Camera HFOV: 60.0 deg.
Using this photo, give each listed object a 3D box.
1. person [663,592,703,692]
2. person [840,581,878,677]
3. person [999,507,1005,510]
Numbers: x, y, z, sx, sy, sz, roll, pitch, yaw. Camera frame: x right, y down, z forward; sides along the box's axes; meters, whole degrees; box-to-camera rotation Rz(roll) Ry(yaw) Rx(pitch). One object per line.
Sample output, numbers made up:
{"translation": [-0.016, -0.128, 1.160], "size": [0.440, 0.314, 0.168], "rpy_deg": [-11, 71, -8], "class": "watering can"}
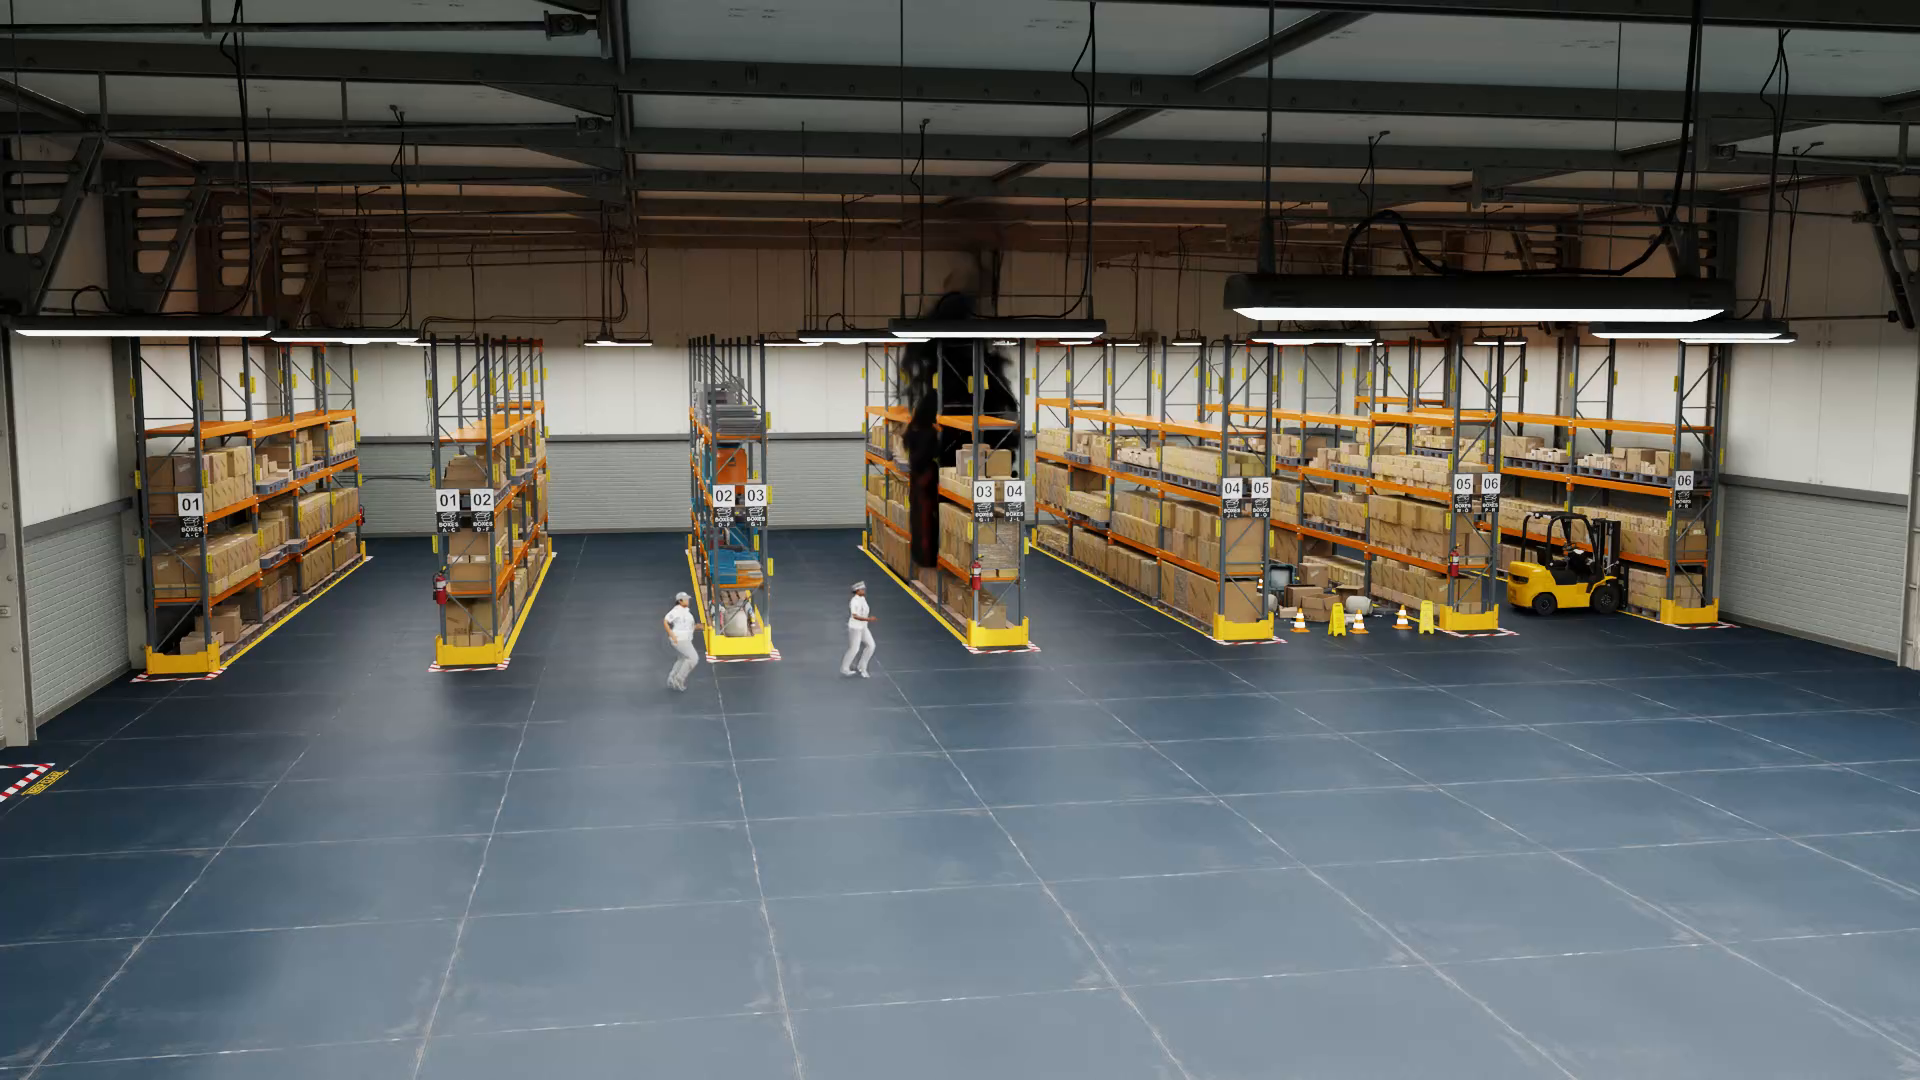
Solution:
{"translation": [-4.646, 1.711, 27.980], "size": [0.665, 1.672, 0.580], "rpy_deg": [1, 7, 5], "class": "person"}
{"translation": [-1.754, 1.574, 29.071], "size": [0.717, 1.747, 0.593], "rpy_deg": [2, 7, 21], "class": "person"}
{"translation": [1.286, -0.742, 49.258], "size": [0.804, 1.672, 0.614], "rpy_deg": [-5, 8, -38], "class": "person"}
